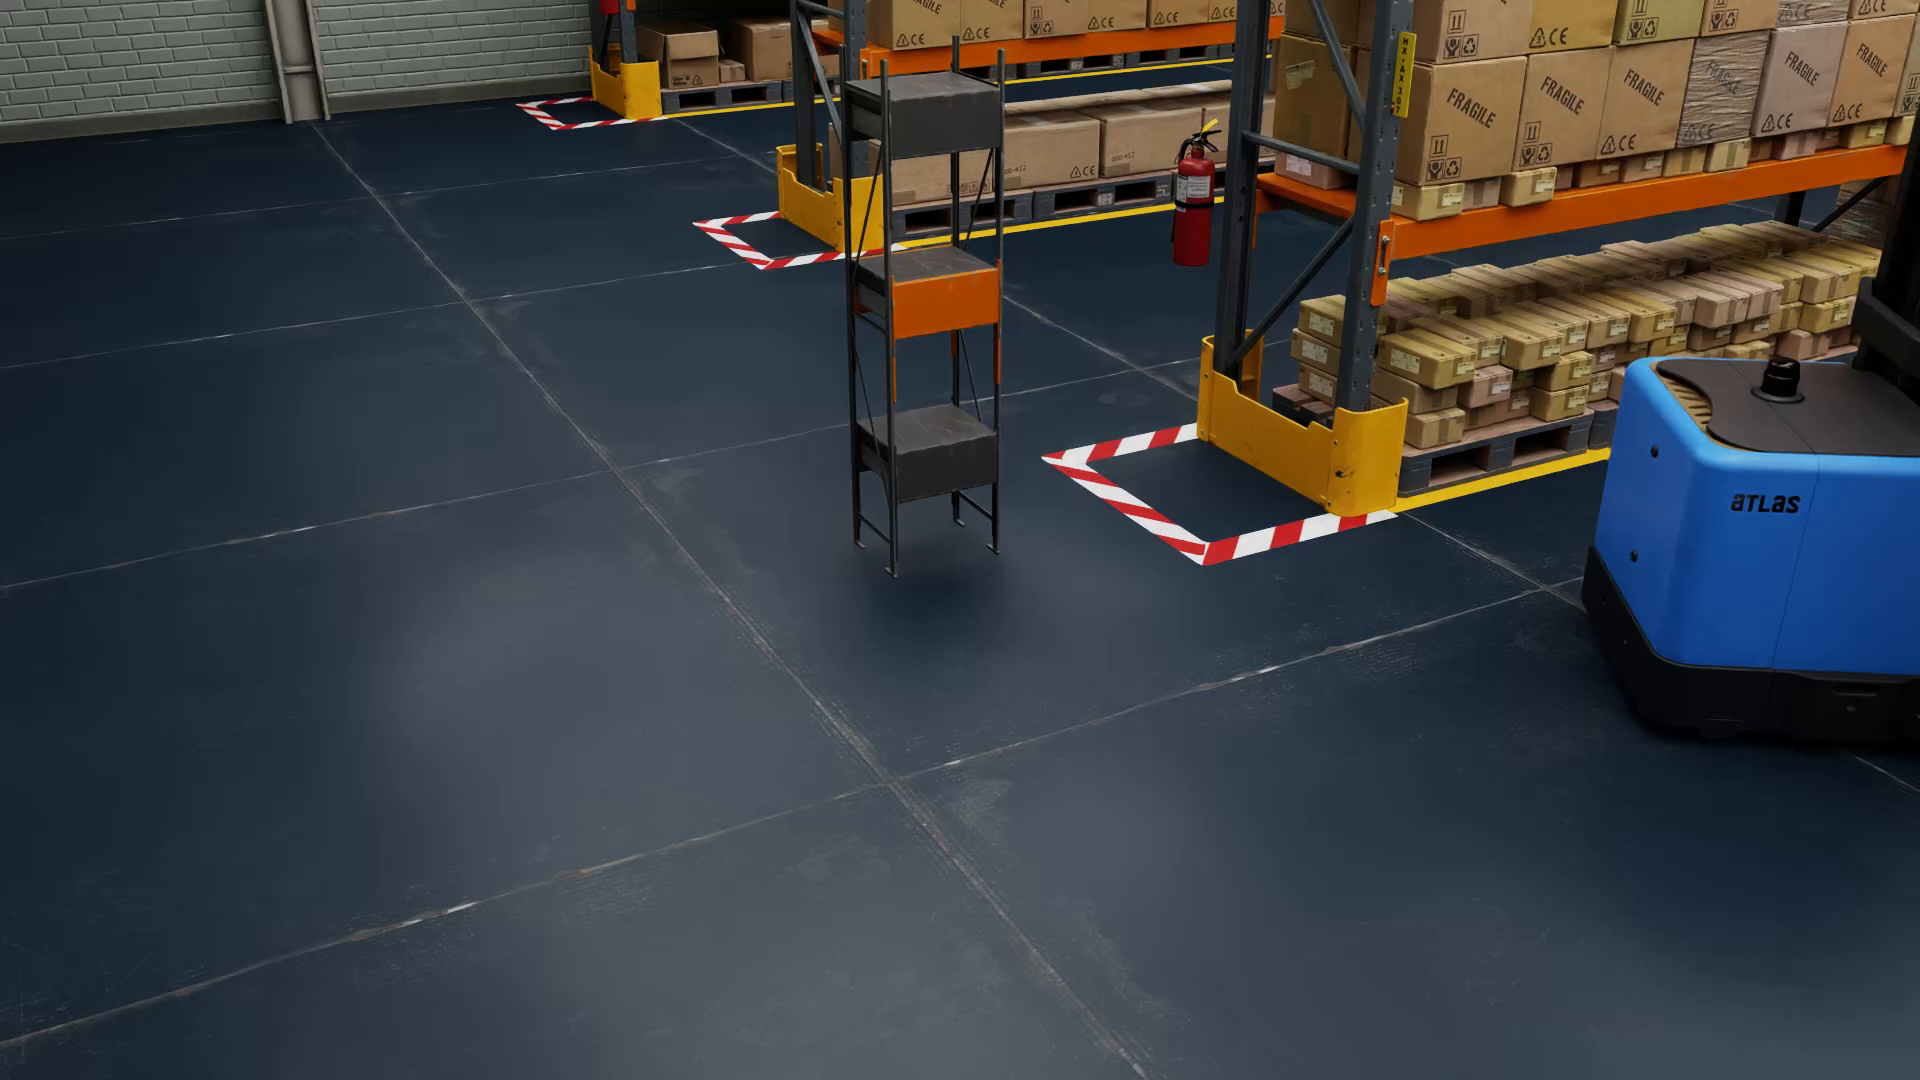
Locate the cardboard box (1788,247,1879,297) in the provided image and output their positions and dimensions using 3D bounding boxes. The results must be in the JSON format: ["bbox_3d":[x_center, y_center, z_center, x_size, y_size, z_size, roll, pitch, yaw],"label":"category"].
[{"bbox_3d":[4.653,-1.433,8.890,0.250,0.149,0.380,-13,28,-24],"label":"cardboard box"}]

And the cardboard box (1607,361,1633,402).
[{"bbox_3d":[3.261,-0.827,8.316,0.250,0.149,0.380,-15,29,-28],"label":"cardboard box"}]

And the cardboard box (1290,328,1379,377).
[{"bbox_3d":[1.853,-0.940,8.206,0.250,0.149,0.380,-14,29,-26],"label":"cardboard box"}]

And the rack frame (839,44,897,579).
[{"bbox_3d":[-0.361,-0.863,6.622,0.015,2.100,0.400,-13,29,-25],"label":"rack frame"}]

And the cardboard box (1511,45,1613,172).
[{"bbox_3d":[2.508,-1.969,7.426,0.500,0.500,0.500,-13,29,-25],"label":"cardboard box"}]

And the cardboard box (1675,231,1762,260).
[{"bbox_3d":[4.179,-1.577,9.190,0.250,0.149,0.380,-13,29,-26],"label":"cardboard box"}]

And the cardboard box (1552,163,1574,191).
[{"bbox_3d":[2.594,-1.720,7.656,0.250,0.149,0.380,-12,28,-23],"label":"cardboard box"}]

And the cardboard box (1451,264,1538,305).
[{"bbox_3d":[2.756,-1.297,8.607,0.250,0.149,0.380,-12,28,-23],"label":"cardboard box"}]

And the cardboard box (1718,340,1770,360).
[{"bbox_3d":[3.952,-0.983,8.640,0.250,0.149,0.380,-13,29,-25],"label":"cardboard box"}]

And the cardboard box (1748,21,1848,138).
[{"bbox_3d":[3.859,-2.266,8.045,0.500,0.500,0.500,-13,29,-25],"label":"cardboard box"}]

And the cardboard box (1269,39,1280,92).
[{"bbox_3d":[3.142,-3.758,13.581,0.875,0.875,0.875,-12,28,-24],"label":"cardboard box"}]

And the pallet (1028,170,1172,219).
[{"bbox_3d":[0.847,-2.737,12.707,1.213,0.211,1.003,-13,29,-25],"label":"pallet"}]

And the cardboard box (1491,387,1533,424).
[{"bbox_3d":[2.543,-0.711,8.074,0.250,0.149,0.380,-13,28,-25],"label":"cardboard box"}]

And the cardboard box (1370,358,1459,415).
[{"bbox_3d":[2.105,-0.732,7.773,0.250,0.149,0.380,-12,28,-23],"label":"cardboard box"}]

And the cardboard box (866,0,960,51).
[{"bbox_3d":[-0.338,-3.588,11.142,0.500,0.500,0.500,-13,29,-25],"label":"cardboard box"}]

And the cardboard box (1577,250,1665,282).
[{"bbox_3d":[3.495,-1.408,8.837,0.250,0.149,0.380,-14,29,-27],"label":"cardboard box"}]

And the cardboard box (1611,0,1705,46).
[{"bbox_3d":[2.954,-2.507,7.393,0.500,0.500,0.500,-14,29,-26],"label":"cardboard box"}]

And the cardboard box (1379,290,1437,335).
[{"bbox_3d":[2.118,-1.091,8.178,0.250,0.149,0.380,-12,28,-24],"label":"cardboard box"}]

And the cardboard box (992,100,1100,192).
[{"bbox_3d":[0.442,-2.951,12.406,0.875,0.438,0.875,-12,28,-24],"label":"cardboard box"}]

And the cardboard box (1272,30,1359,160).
[{"bbox_3d":[1.797,-2.054,7.603,0.500,0.500,0.500,-12,28,-24],"label":"cardboard box"}]

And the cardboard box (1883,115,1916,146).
[{"bbox_3d":[4.733,-2.145,8.542,0.250,0.149,0.380,-14,29,-26],"label":"cardboard box"}]

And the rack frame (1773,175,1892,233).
[{"bbox_3d":[5.051,-2.500,8.990,0.127,3.000,1.000,-13,29,-25],"label":"rack frame"}]

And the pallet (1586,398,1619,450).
[{"bbox_3d":[3.397,-0.842,8.760,1.213,0.211,1.003,-13,29,-25],"label":"pallet"}]

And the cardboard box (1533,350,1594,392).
[{"bbox_3d":[2.825,-0.860,8.041,0.250,0.149,0.380,-12,28,-24],"label":"cardboard box"}]

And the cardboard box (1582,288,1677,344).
[{"bbox_3d":[3.296,-1.110,8.217,0.250,0.149,0.380,-13,28,-24],"label":"cardboard box"}]

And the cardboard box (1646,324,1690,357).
[{"bbox_3d":[3.477,-1.073,8.484,0.250,0.149,0.380,-12,28,-23],"label":"cardboard box"}]

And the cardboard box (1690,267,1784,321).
[{"bbox_3d":[3.975,-1.266,8.542,0.250,0.149,0.380,-15,29,-28],"label":"cardboard box"}]

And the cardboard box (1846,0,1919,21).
[{"bbox_3d":[4.310,-2.823,8.050,0.500,0.500,0.500,-14,29,-27],"label":"cardboard box"}]

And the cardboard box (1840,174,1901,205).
[{"bbox_3d":[5.589,-2.148,9.795,0.500,0.250,0.500,-14,29,-26],"label":"cardboard box"}]

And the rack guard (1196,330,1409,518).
[{"bbox_3d":[1.589,-0.574,7.867,0.348,0.500,1.175,-13,29,-25],"label":"rack guard"}]

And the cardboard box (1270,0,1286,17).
[{"bbox_3d":[2.344,-4.222,12.463,0.500,0.500,0.500,-13,28,-25],"label":"cardboard box"}]

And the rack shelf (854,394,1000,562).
[{"bbox_3d":[-0.146,-0.270,7.034,0.480,0.518,0.431,-13,29,-25],"label":"rack shelf"}]

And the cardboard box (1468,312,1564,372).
[{"bbox_3d":[2.613,-0.939,7.861,0.250,0.149,0.380,-13,29,-25],"label":"cardboard box"}]

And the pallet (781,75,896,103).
[{"bbox_3d":[-1.391,-4.617,16.624,1.213,0.211,1.003,-13,29,-25],"label":"pallet"}]

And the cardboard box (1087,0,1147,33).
[{"bbox_3d":[0.986,-3.907,11.806,0.500,0.500,0.500,-12,28,-23],"label":"cardboard box"}]

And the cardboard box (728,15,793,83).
[{"bbox_3d":[-1.879,-4.760,16.101,0.500,0.500,0.700,-12,28,-23],"label":"cardboard box"}]

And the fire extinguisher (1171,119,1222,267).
[{"bbox_3d":[1.082,-1.607,7.651,0.183,0.674,0.296,-13,29,-25],"label":"fire extinguisher"}]

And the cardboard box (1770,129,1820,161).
[{"bbox_3d":[4.005,-2.003,8.247,0.250,0.149,0.380,-14,29,-27],"label":"cardboard box"}]

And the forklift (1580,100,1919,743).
[{"bbox_3d":[3.930,-0.778,5.485,3.031,2.935,1.130,2,26,5],"label":"forklift"}]

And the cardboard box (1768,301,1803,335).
[{"bbox_3d":[4.194,-1.217,8.785,0.250,0.149,0.380,-13,28,-25],"label":"cardboard box"}]

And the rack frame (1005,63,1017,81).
[{"bbox_3d":[0.294,-6.264,16.832,0.127,3.000,1.000,-13,29,-25],"label":"rack frame"}]

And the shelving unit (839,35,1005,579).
[{"bbox_3d":[-0.146,-0.913,6.725,0.503,2.100,0.431,-13,29,-25],"label":"shelving unit"}]

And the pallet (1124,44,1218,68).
[{"bbox_3d":[2.071,-5.438,18.332,1.213,0.211,1.003,-13,29,-25],"label":"pallet"}]

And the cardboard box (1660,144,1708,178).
[{"bbox_3d":[3.314,-1.850,7.927,0.250,0.149,0.380,-12,28,-23],"label":"cardboard box"}]

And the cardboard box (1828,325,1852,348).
[{"bbox_3d":[4.597,-1.173,9.036,0.250,0.149,0.380,-12,28,-24],"label":"cardboard box"}]

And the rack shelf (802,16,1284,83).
[{"bbox_3d":[0.868,-3.638,12.192,4.000,0.370,1.077,-13,29,-25],"label":"rack shelf"}]

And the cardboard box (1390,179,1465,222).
[{"bbox_3d":[1.962,-1.512,7.225,0.250,0.149,0.380,-13,29,-26],"label":"cardboard box"}]
